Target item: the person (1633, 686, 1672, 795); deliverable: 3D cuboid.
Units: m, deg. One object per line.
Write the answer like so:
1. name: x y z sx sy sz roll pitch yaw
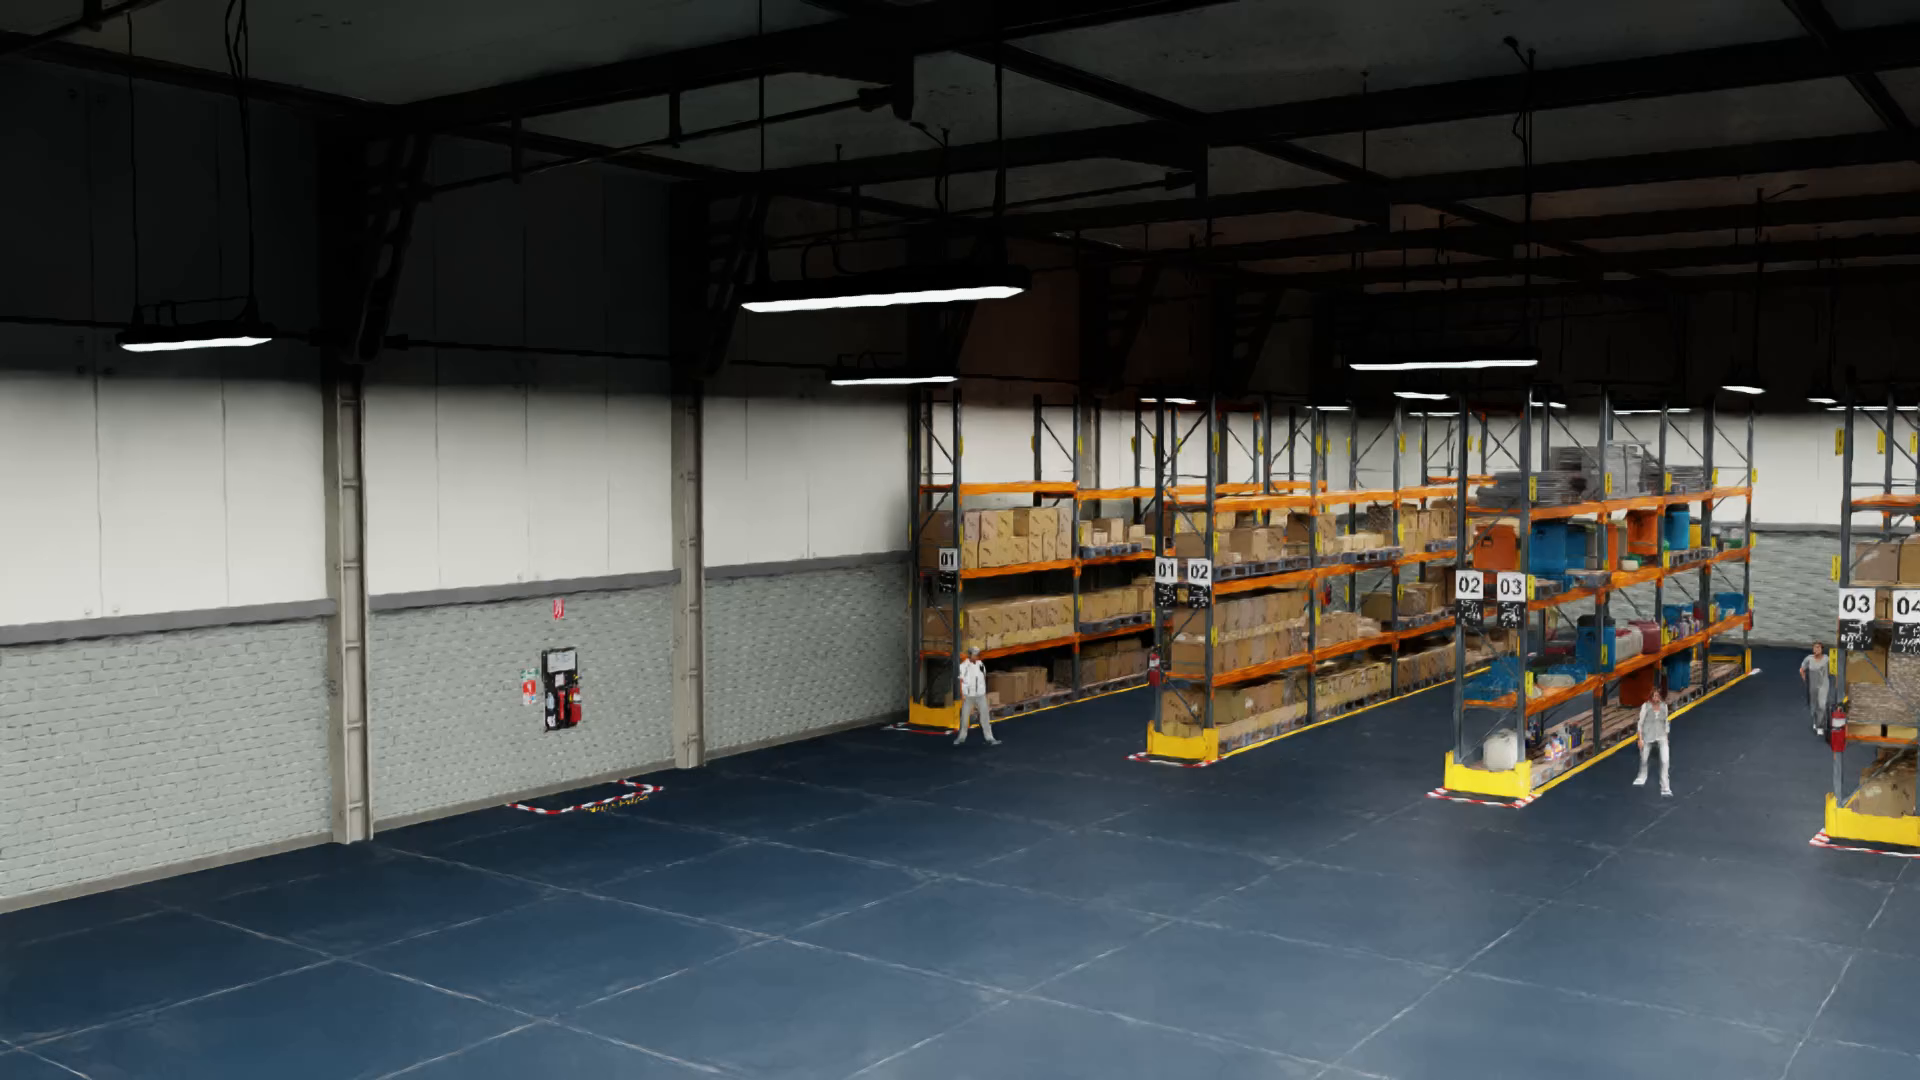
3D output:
1. person: 10.008 2.861 23.997 0.453 1.537 0.881 1 3 12

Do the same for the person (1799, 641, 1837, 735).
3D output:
1. person: 14.976 2.545 29.009 0.589 1.600 0.819 3 4 41

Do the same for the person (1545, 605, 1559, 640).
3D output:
1. person: 13.494 1.996 37.962 0.478 1.672 0.566 3 4 42

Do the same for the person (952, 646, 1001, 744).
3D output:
1. person: 0.260 2.586 27.768 0.733 1.651 0.560 -1 3 -18
